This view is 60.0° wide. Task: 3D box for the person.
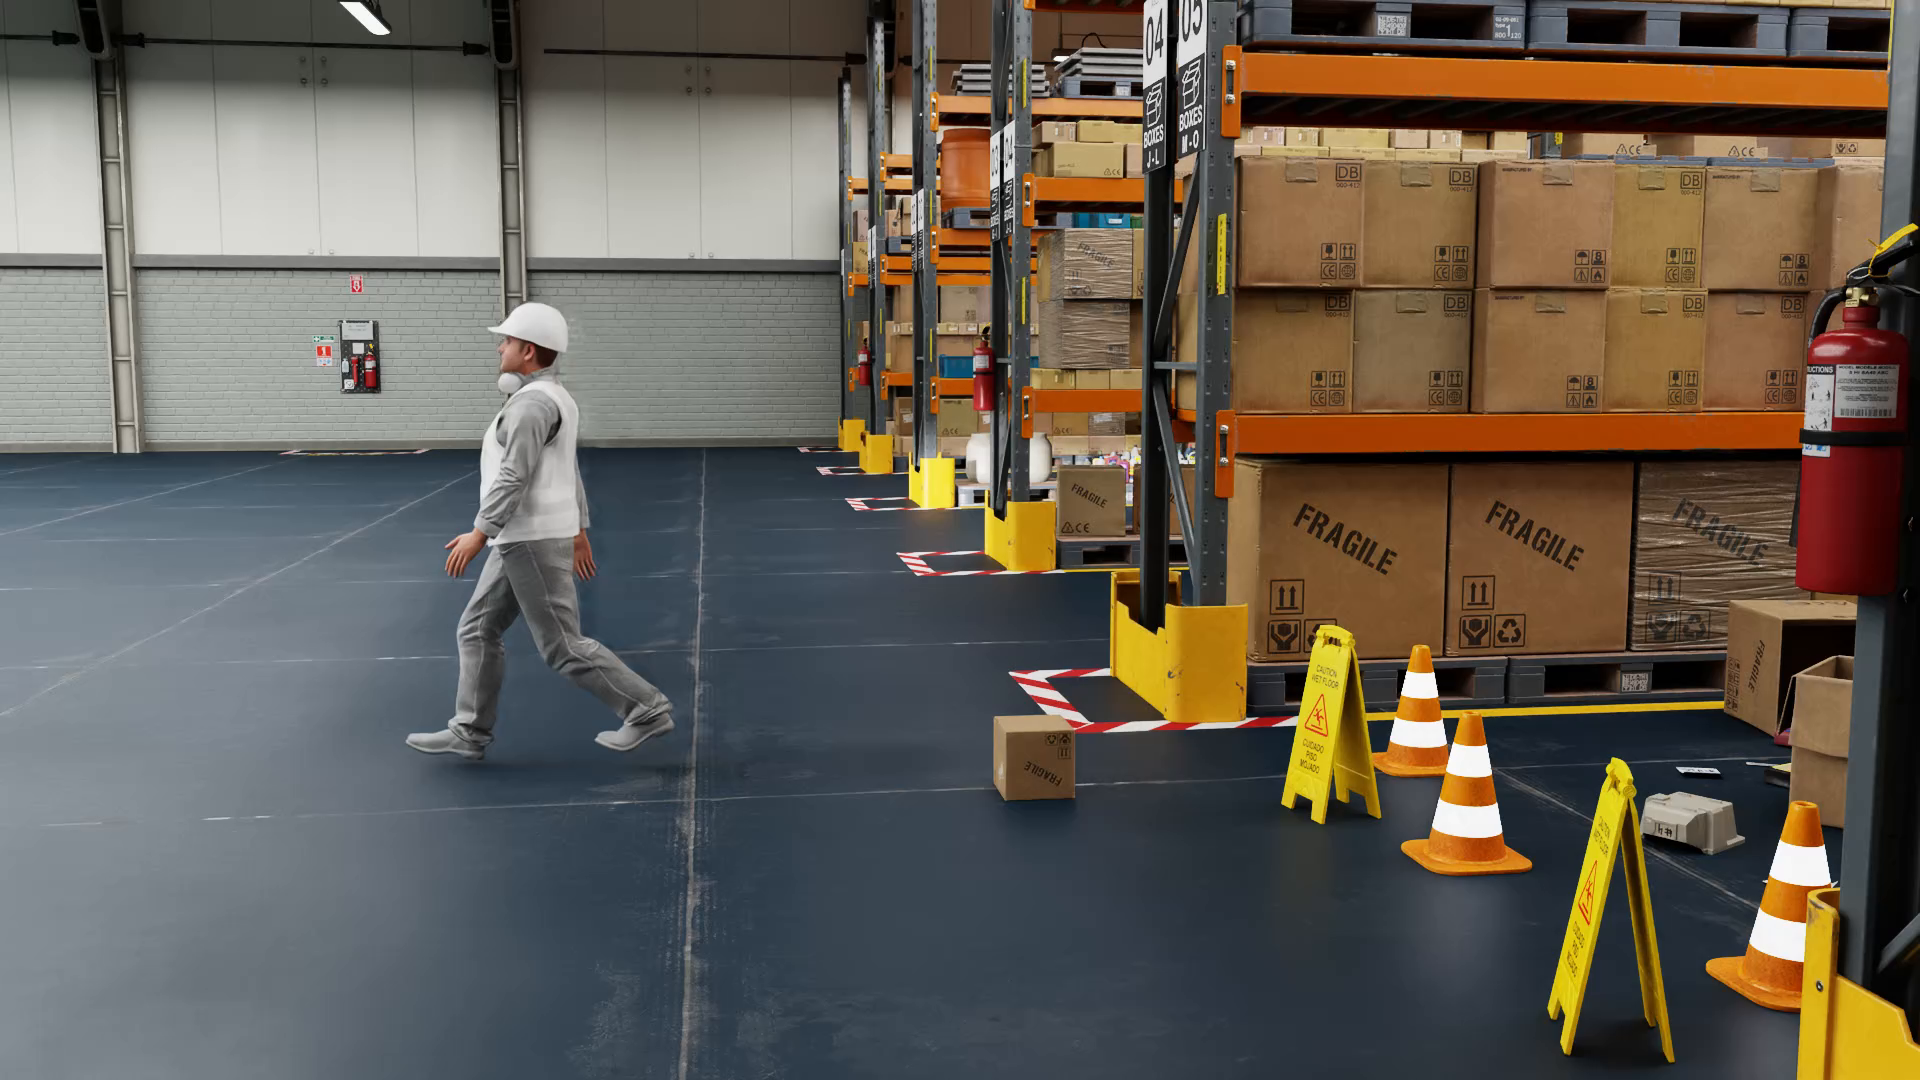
[{"bbox_3d":[-1.599,-0.015,6.234,1.018,1.733,0.549,-1,7,-9],"label":"person"}]
